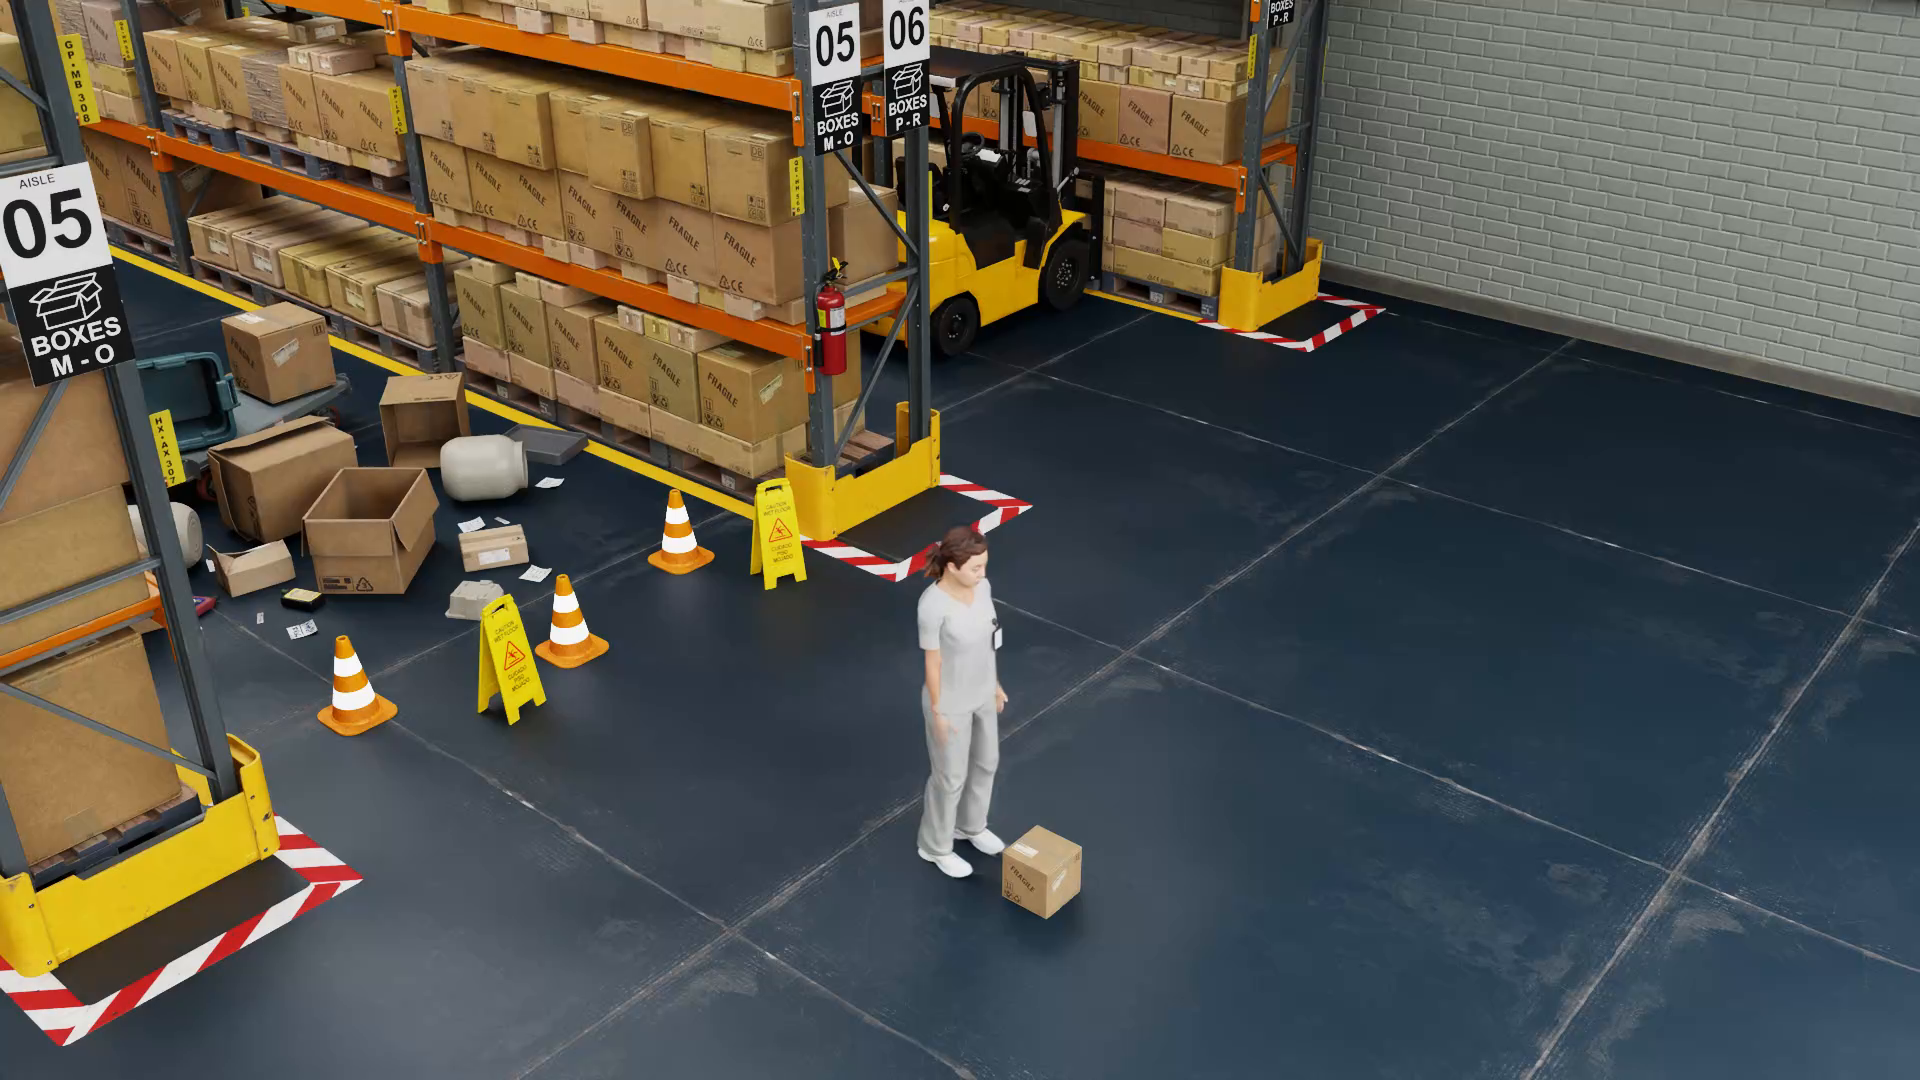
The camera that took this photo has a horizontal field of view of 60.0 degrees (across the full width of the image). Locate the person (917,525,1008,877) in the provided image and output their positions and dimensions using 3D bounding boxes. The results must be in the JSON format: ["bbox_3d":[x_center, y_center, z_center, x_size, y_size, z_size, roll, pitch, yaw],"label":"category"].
[{"bbox_3d":[-0.002,0.686,7.309,0.362,1.672,0.441,22,34,35],"label":"person"}]
